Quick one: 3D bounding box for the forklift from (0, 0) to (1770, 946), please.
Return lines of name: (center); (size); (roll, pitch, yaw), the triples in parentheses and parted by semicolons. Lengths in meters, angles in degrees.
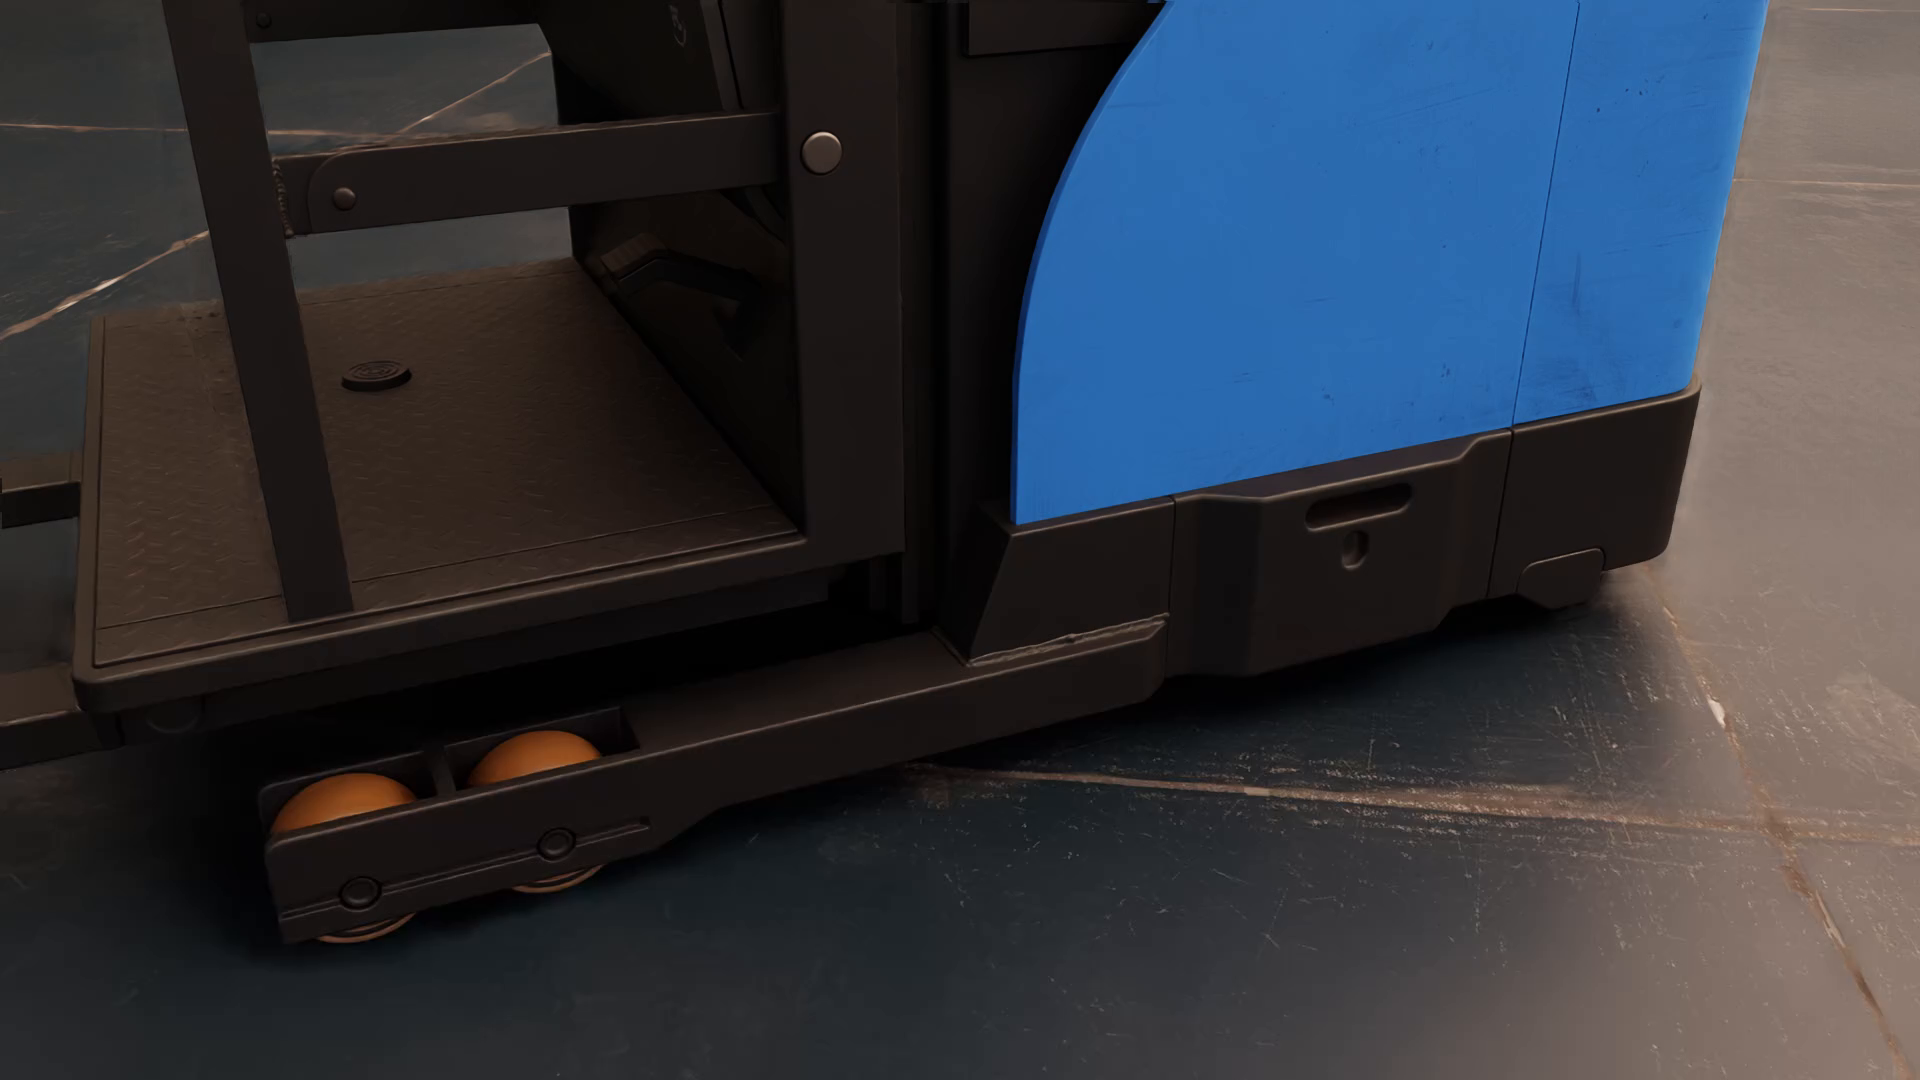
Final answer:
forklift: (-0.562, -1.173, 1.568); (3.031, 2.935, 1.130); (-11, 29, -22)
